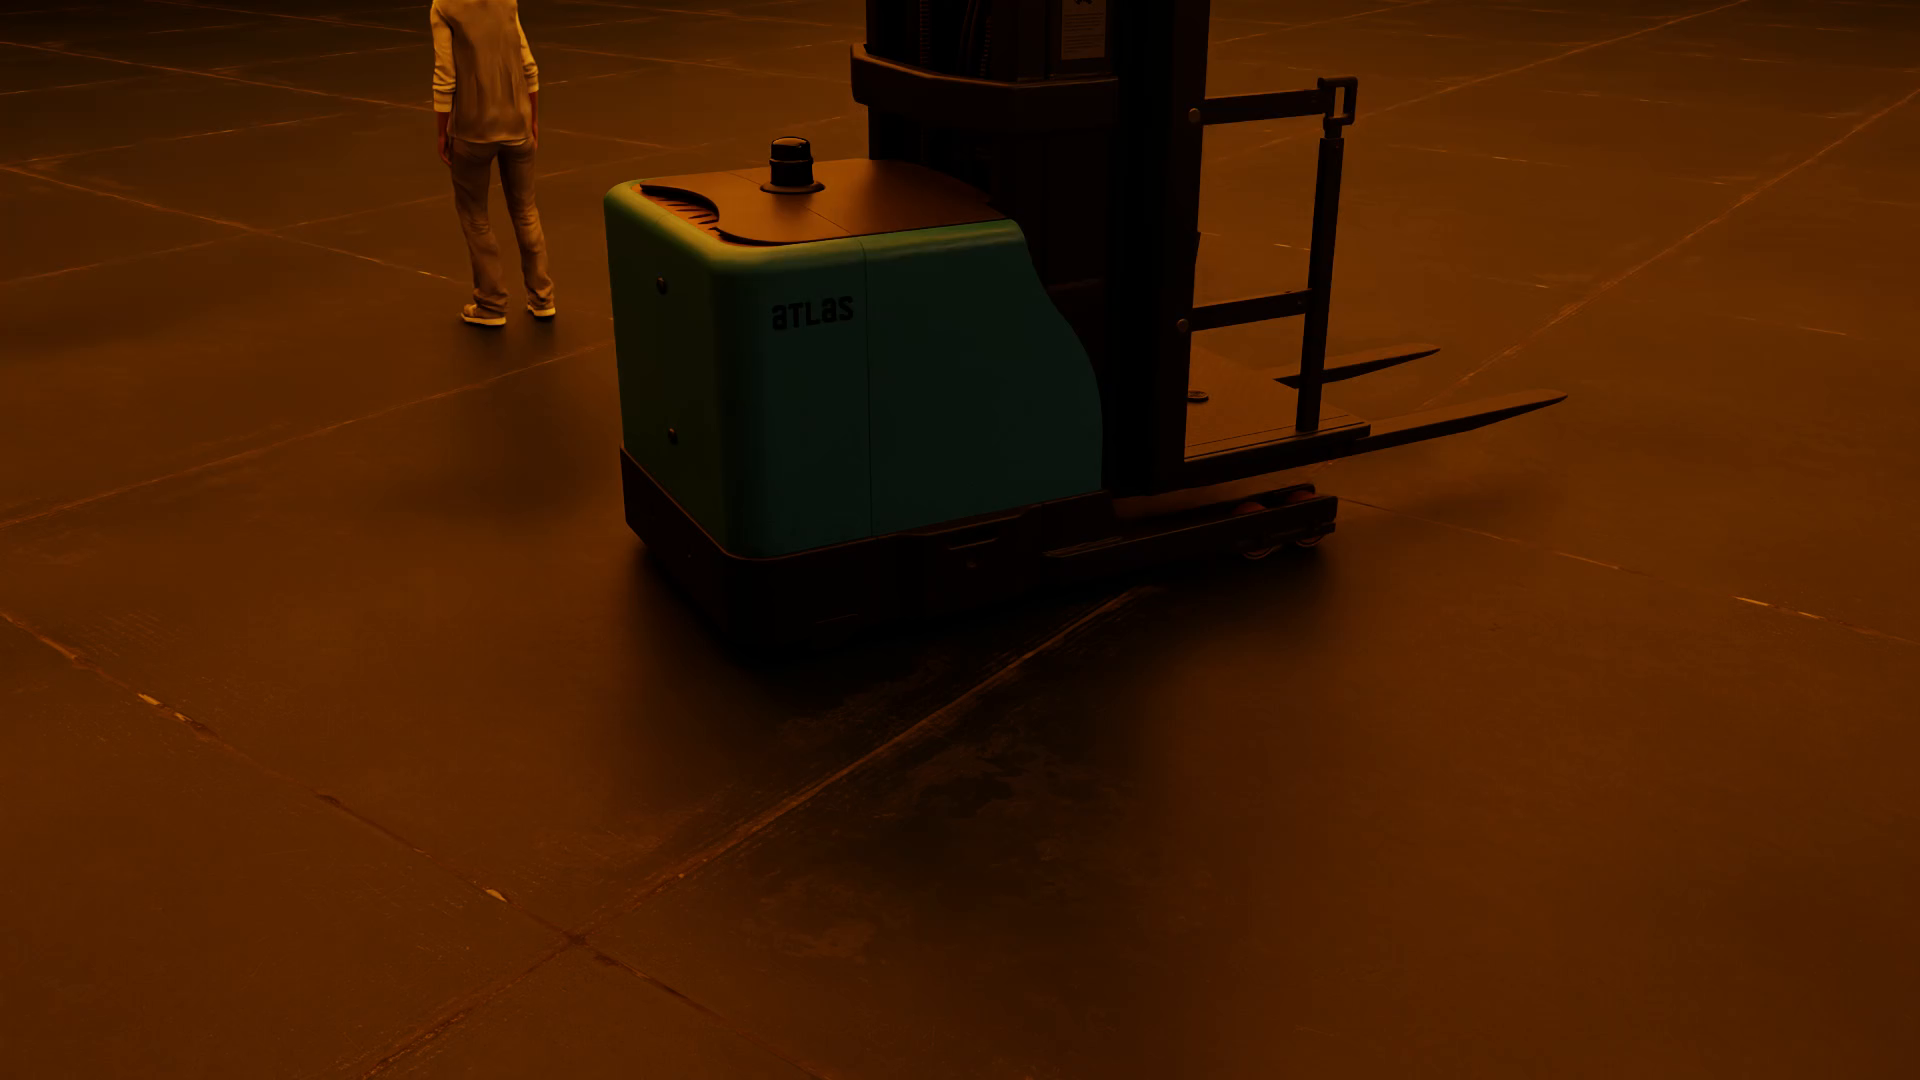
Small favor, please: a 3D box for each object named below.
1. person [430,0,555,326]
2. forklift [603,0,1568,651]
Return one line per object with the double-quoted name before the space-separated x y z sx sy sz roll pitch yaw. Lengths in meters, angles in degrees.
"person" -1.952 -1.681 6.895 0.463 1.590 0.347 -18 29 -36
"forklift" 0.546 -1.460 4.697 3.031 2.935 1.130 -12 26 -25
